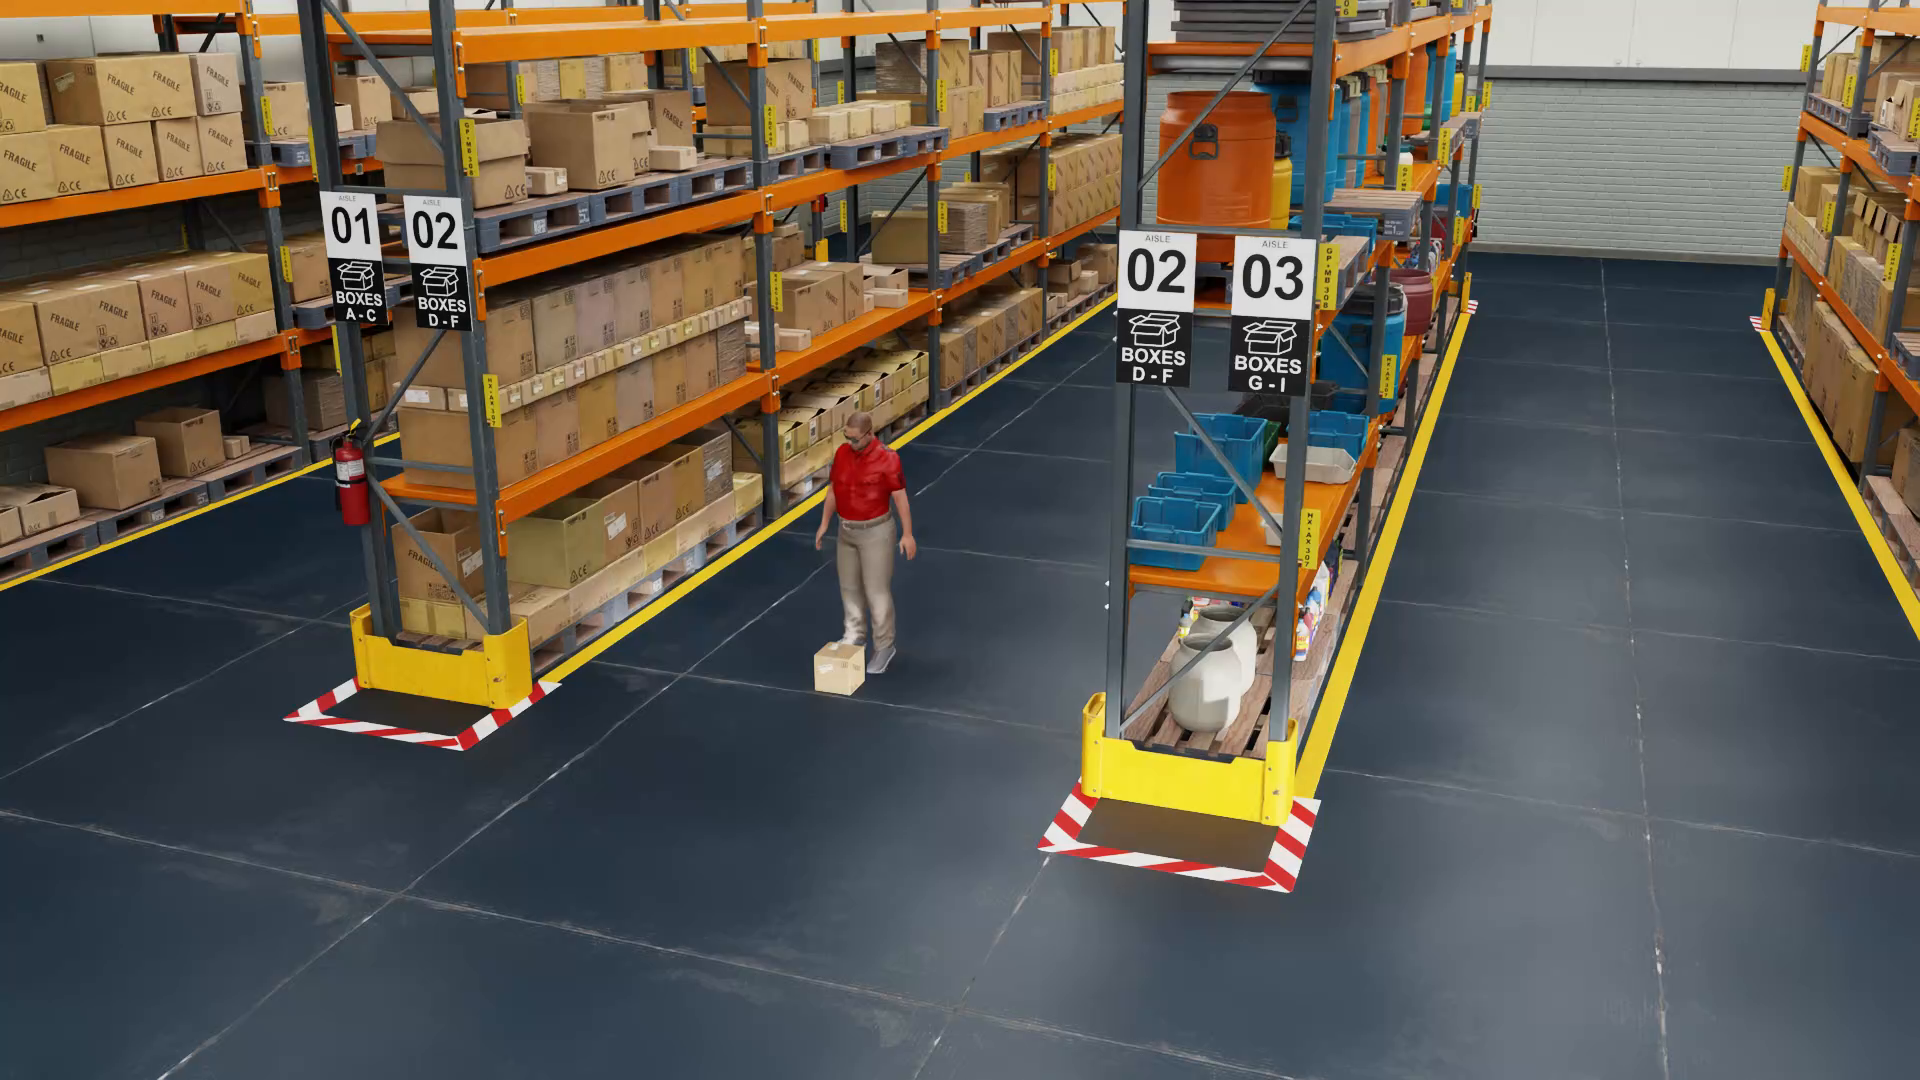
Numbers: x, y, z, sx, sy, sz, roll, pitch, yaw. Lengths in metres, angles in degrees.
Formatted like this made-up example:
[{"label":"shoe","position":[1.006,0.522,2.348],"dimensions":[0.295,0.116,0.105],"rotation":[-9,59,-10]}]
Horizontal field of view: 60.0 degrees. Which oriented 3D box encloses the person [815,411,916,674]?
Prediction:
[{"label":"person","position":[-0.666,-0.005,11.120],"dimensions":[0.665,1.772,0.401],"rotation":[14,23,36]}]
